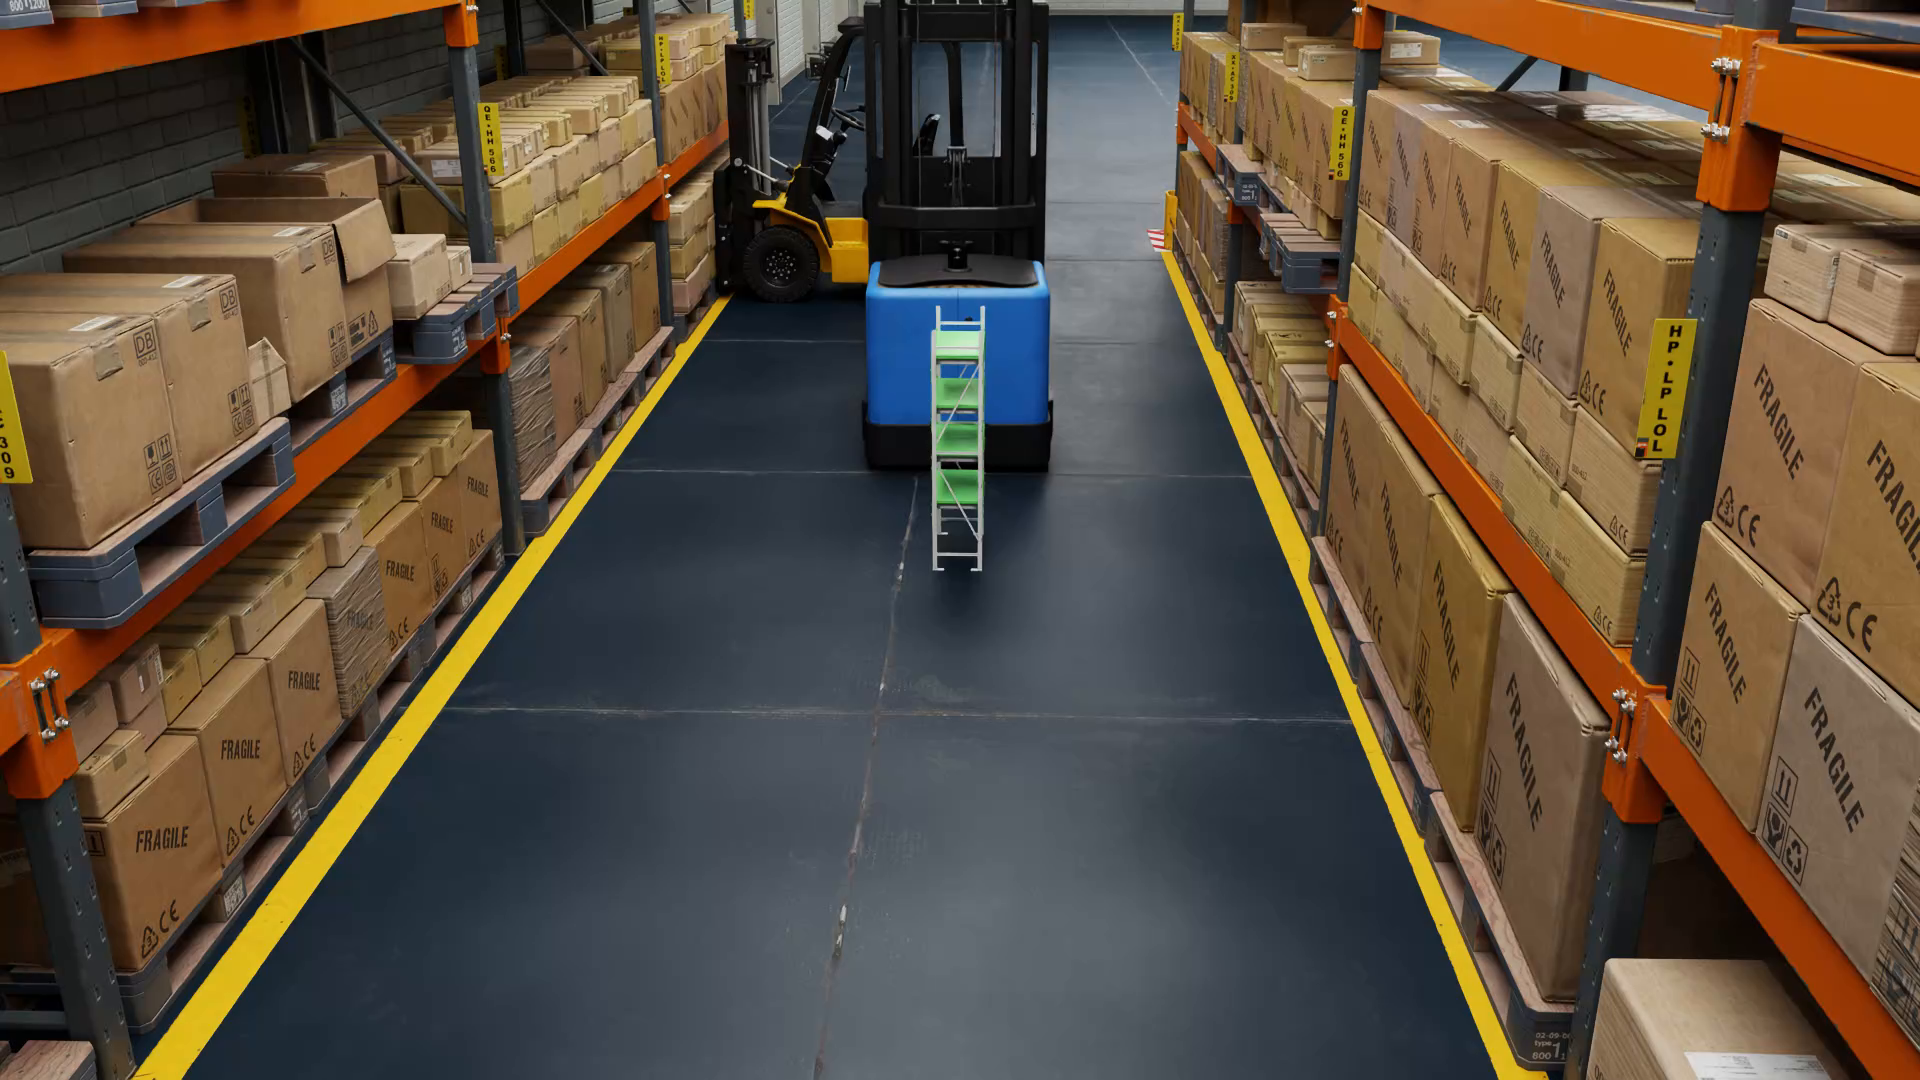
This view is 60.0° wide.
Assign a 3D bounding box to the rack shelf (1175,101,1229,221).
[{"bbox_3d":[2.449,-3.116,13.407,1.077,0.370,4.000,1,21,2],"label":"rack shelf"}]

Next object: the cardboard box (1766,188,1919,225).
[{"bbox_3d":[2.434,-0.688,4.636,0.500,0.500,0.500,1,21,1],"label":"cardboard box"}]

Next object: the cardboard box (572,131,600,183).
[{"bbox_3d":[-2.397,-2.211,9.597,0.500,0.250,0.500,1,21,2],"label":"cardboard box"}]

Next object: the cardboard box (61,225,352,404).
[{"bbox_3d":[-2.539,-0.775,5.660,0.700,0.500,0.500,1,21,1],"label":"cardboard box"}]

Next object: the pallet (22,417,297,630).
[{"bbox_3d":[-2.683,-0.087,4.872,1.003,0.211,1.213,1,21,2],"label":"pallet"}]

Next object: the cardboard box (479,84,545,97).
[{"bbox_3d":[-2.867,-2.819,10.612,0.380,0.149,0.250,1,21,1],"label":"cardboard box"}]

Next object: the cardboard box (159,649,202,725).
[{"bbox_3d":[-2.612,0.458,5.181,0.380,0.149,0.250,0,21,-1],"label":"cardboard box"}]

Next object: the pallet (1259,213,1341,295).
[{"bbox_3d":[2.182,-1.451,8.387,1.213,0.211,1.003,1,21,2],"label":"pallet"}]

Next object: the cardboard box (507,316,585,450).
[{"bbox_3d":[-2.650,-0.885,9.367,0.875,0.625,0.625,1,21,3],"label":"cardboard box"}]

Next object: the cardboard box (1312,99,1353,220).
[{"bbox_3d":[2.003,-1.830,7.969,0.500,0.500,0.500,0,21,0],"label":"cardboard box"}]

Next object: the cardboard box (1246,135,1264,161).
[{"bbox_3d":[2.039,-2.520,10.644,0.380,0.149,0.250,1,21,3],"label":"cardboard box"}]

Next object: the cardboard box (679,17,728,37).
[{"bbox_3d":[-2.209,-4.399,14.273,0.380,0.149,0.250,1,21,3],"label":"cardboard box"}]

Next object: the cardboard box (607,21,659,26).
[{"bbox_3d":[-2.716,-4.221,13.816,0.380,0.149,0.250,1,21,3],"label":"cardboard box"}]

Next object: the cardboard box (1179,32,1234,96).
[{"bbox_3d":[2.218,-4.191,14.635,0.500,0.500,0.500,0,21,1],"label":"cardboard box"}]

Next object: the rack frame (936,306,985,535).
[{"bbox_3d":[0.002,-0.588,8.385,0.240,1.200,0.015,1,21,2],"label":"rack frame"}]

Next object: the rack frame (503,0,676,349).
[{"bbox_3d":[-2.573,-2.781,11.550,1.000,3.000,0.127,1,21,2],"label":"rack frame"}]

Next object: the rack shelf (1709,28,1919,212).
[{"bbox_3d":[2.084,-0.175,1.682,1.077,0.370,4.000,1,21,2],"label":"rack shelf"}]

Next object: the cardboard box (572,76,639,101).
[{"bbox_3d":[-2.362,-3.004,11.090,0.380,0.149,0.250,1,21,3],"label":"cardboard box"}]

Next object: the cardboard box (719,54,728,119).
[{"bbox_3d":[-2.229,-3.906,14.310,0.500,0.500,0.500,1,21,3],"label":"cardboard box"}]

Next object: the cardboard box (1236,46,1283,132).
[{"bbox_3d":[2.087,-2.943,10.837,0.500,0.500,0.500,1,21,3],"label":"cardboard box"}]

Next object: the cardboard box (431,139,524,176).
[{"bbox_3d":[-2.384,-1.893,8.225,0.380,0.149,0.250,1,21,3],"label":"cardboard box"}]

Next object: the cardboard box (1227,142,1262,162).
[{"bbox_3d":[2.093,-2.730,11.767,0.380,0.149,0.250,0,21,1],"label":"cardboard box"}]

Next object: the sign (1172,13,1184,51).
[{"bbox_3d":[1.968,-4.584,14.999,0.100,0.325,0.005,1,21,2],"label":"sign"}]

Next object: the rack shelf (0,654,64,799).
[{"bbox_3d":[-2.877,1.170,2.362,1.077,0.370,4.000,1,21,2],"label":"rack shelf"}]

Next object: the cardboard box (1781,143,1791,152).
[{"bbox_3d":[7.506,-3.116,14.769,0.875,0.875,0.875,1,21,2],"label":"cardboard box"}]

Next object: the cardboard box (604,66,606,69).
[{"bbox_3d":[-2.861,-3.530,12.445,0.380,0.149,0.250,1,21,2],"label":"cardboard box"}]

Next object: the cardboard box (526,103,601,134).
[{"bbox_3d":[-2.302,-2.445,9.650,0.380,0.149,0.250,0,21,0],"label":"cardboard box"}]

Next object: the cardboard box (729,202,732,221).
[{"bbox_3d":[-2.175,-2.827,14.198,0.500,0.250,0.500,0,21,0],"label":"cardboard box"}]

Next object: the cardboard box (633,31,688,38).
[{"bbox_3d":[-2.307,-3.848,12.852,0.380,0.149,0.250,1,21,1],"label":"cardboard box"}]

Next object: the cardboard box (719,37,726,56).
[{"bbox_3d":[-2.229,-4.262,14.332,0.380,0.149,0.250,1,21,3],"label":"cardboard box"}]

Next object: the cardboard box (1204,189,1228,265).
[{"bbox_3d":[2.152,-2.392,12.732,0.500,0.500,0.500,1,21,3],"label":"cardboard box"}]

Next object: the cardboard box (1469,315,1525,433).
[{"bbox_3d":[1.933,-0.529,5.262,0.500,0.250,0.500,1,21,3],"label":"cardboard box"}]

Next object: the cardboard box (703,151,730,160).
[{"bbox_3d":[-2.163,-3.253,14.604,0.500,0.250,0.500,1,21,3],"label":"cardboard box"}]

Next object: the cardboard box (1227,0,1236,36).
[{"bbox_3d":[2.713,-4.639,14.406,0.700,0.500,0.500,0,21,0],"label":"cardboard box"}]

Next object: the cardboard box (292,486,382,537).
[{"bbox_3d":[-2.547,-0.108,6.638,0.380,0.149,0.250,0,21,1],"label":"cardboard box"}]

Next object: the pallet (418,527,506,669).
[{"bbox_3d":[-2.755,0.235,7.633,1.003,0.211,1.213,1,21,2],"label":"pallet"}]

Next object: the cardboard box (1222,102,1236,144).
[{"bbox_3d":[2.153,-3.077,11.762,0.500,0.500,0.500,0,21,0],"label":"cardboard box"}]

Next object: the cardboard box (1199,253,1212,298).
[{"bbox_3d":[2.144,-2.051,12.890,0.500,0.250,0.500,0,21,0],"label":"cardboard box"}]

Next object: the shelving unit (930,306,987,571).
[{"bbox_3d":[-0.005,-0.500,8.158,0.258,1.200,0.503,1,21,2],"label":"shelving unit"}]

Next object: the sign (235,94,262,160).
[{"bbox_3d":[-3.250,-1.880,7.626,0.100,0.325,0.005,1,21,2],"label":"sign"}]

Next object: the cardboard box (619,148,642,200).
[{"bbox_3d":[-2.337,-2.344,10.632,0.500,0.250,0.500,1,21,1],"label":"cardboard box"}]

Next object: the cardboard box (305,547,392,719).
[{"bbox_3d":[-2.529,0.348,6.361,0.500,0.500,0.500,0,21,0],"label":"cardboard box"}]

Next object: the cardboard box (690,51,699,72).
[{"bbox_3d":[-2.233,-3.705,12.896,0.380,0.149,0.250,0,21,0],"label":"cardboard box"}]

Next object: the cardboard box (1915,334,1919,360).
[{"bbox_3d":[1.919,-0.354,2.876,0.380,0.149,0.250,0,21,1],"label":"cardboard box"}]

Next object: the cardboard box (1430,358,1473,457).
[{"bbox_3d":[1.969,-0.484,5.836,0.500,0.250,0.500,1,21,2],"label":"cardboard box"}]

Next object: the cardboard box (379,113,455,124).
[{"bbox_3d":[-2.975,-2.267,9.190,0.380,0.149,0.250,0,21,1],"label":"cardboard box"}]

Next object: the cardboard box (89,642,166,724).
[{"bbox_3d":[-2.580,0.418,4.871,0.380,0.149,0.250,0,21,-1],"label":"cardboard box"}]

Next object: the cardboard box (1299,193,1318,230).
[{"bbox_3d":[1.940,-1.671,8.455,0.380,0.149,0.250,0,21,1],"label":"cardboard box"}]

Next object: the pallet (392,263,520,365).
[{"bbox_3d":[-2.645,-1.000,7.224,1.213,0.211,1.003,1,21,2],"label":"pallet"}]

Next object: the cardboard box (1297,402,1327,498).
[{"bbox_3d":[2.294,-0.457,8.611,0.950,0.372,0.625,-1,21,-2],"label":"cardboard box"}]

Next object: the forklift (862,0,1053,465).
[{"bbox_3d":[-0.024,-2.270,10.327,1.130,2.935,3.031,0,21,-1],"label":"forklift"}]

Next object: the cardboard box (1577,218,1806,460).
[{"bbox_3d":[1.908,-0.513,4.183,0.500,0.500,0.500,1,21,3],"label":"cardboard box"}]

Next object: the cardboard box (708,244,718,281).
[{"bbox_3d":[-2.227,-2.236,13.366,0.500,0.250,0.500,1,21,3],"label":"cardboard box"}]

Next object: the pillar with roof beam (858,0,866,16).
[{"bbox_3d":[1.842,-17.582,41.403,9.100,9.000,0.400,1,21,2],"label":"pillar with roof beam"}]

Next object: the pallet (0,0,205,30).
[{"bbox_3d":[-2.727,-1.435,4.193,1.213,0.211,1.003,1,21,2],"label":"pallet"}]

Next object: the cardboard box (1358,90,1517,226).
[{"bbox_3d":[2.007,-1.619,7.034,0.500,0.500,0.500,0,21,0],"label":"cardboard box"}]

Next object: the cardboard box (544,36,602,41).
[{"bbox_3d":[-2.877,-3.665,12.382,0.380,0.149,0.250,0,21,1],"label":"cardboard box"}]
